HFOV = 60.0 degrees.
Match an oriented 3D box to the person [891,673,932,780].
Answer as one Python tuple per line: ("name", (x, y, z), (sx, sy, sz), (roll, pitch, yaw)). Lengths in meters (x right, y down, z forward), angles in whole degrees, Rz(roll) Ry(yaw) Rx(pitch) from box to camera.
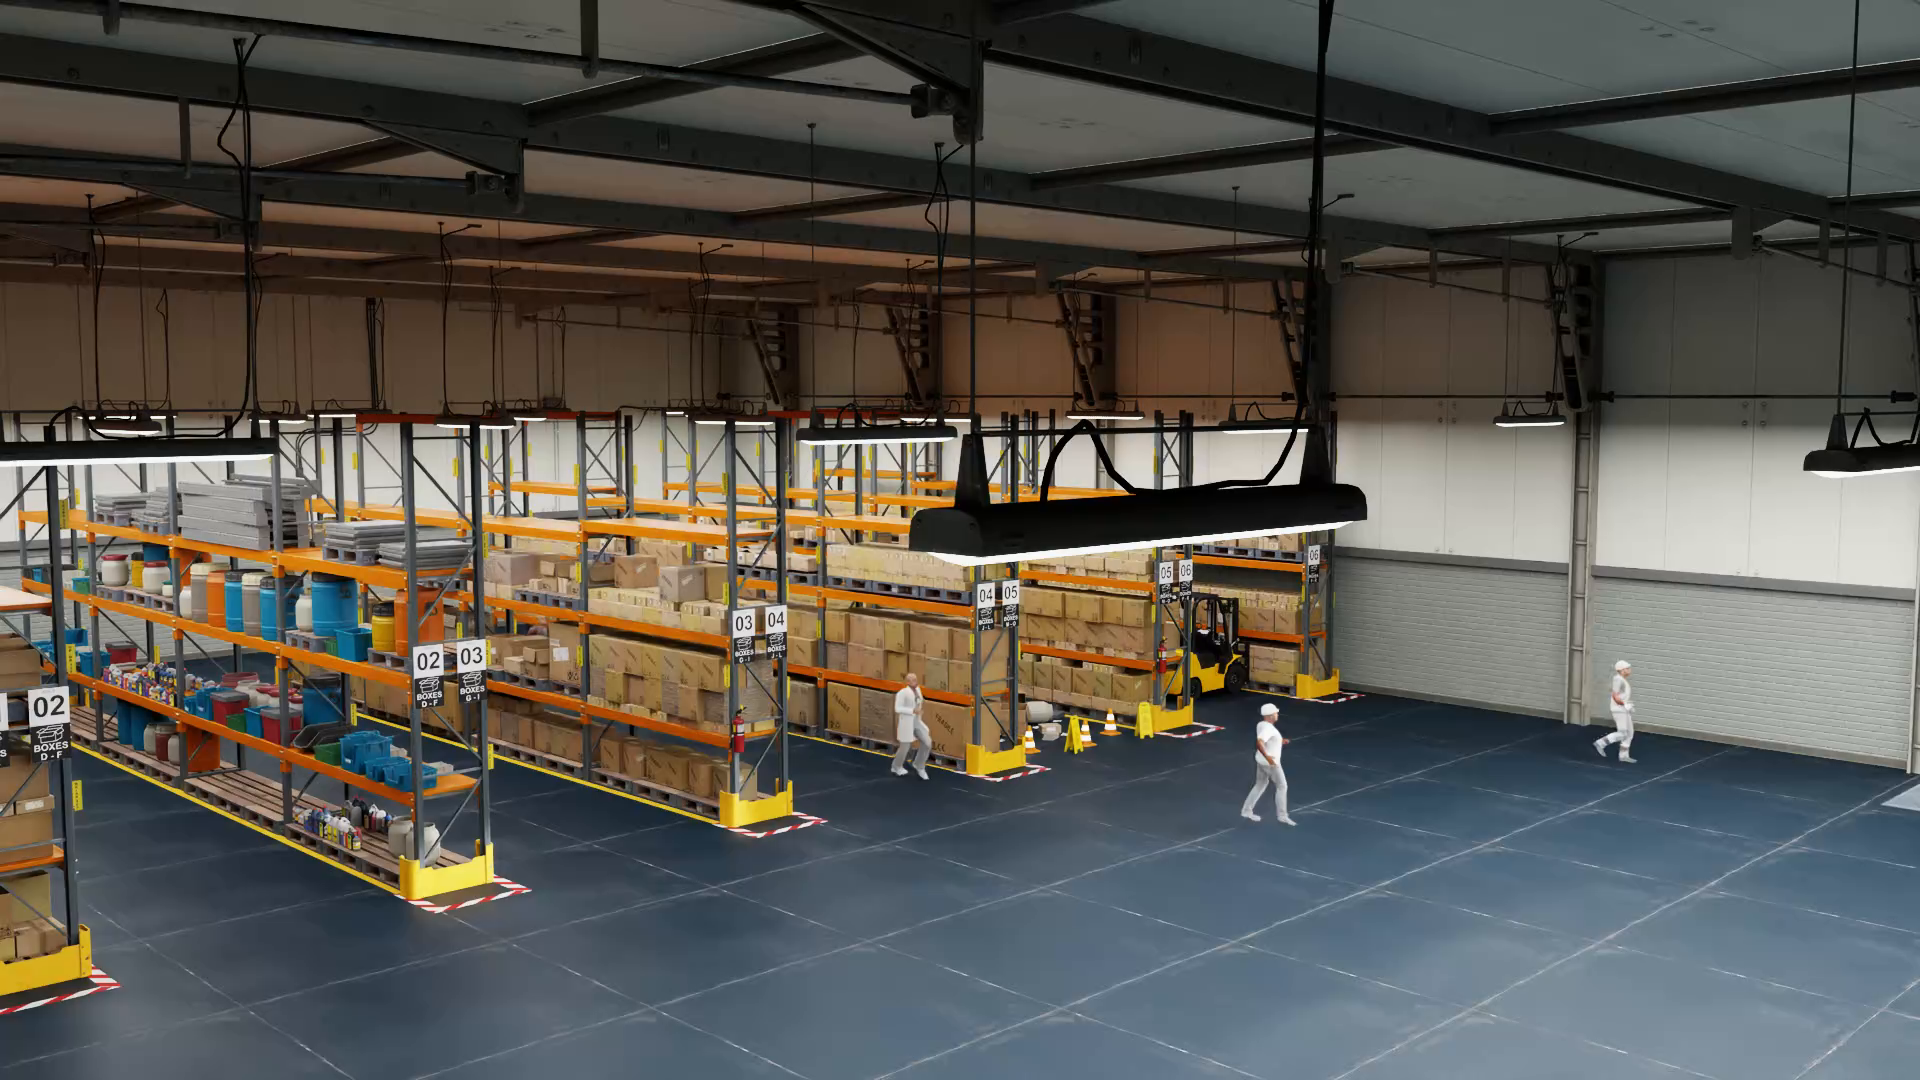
("person", (-0.820, 3.076, 27.461), (0.730, 1.789, 0.860), (-5, 7, -44))

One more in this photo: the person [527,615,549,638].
("person", (-8.869, 2.424, 35.253), (0.606, 1.717, 0.684), (4, 6, 40))

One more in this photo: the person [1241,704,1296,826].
("person", (4.546, 3.305, 24.479), (0.808, 1.806, 0.693), (-1, 5, -11))

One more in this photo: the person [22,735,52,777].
("person", (-14.167, 3.226, 25.520), (0.968, 1.745, 0.710), (4, 7, 40))

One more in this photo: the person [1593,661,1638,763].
("person", (11.375, 2.960, 28.780), (0.717, 1.770, 0.683), (2, 5, 25))
